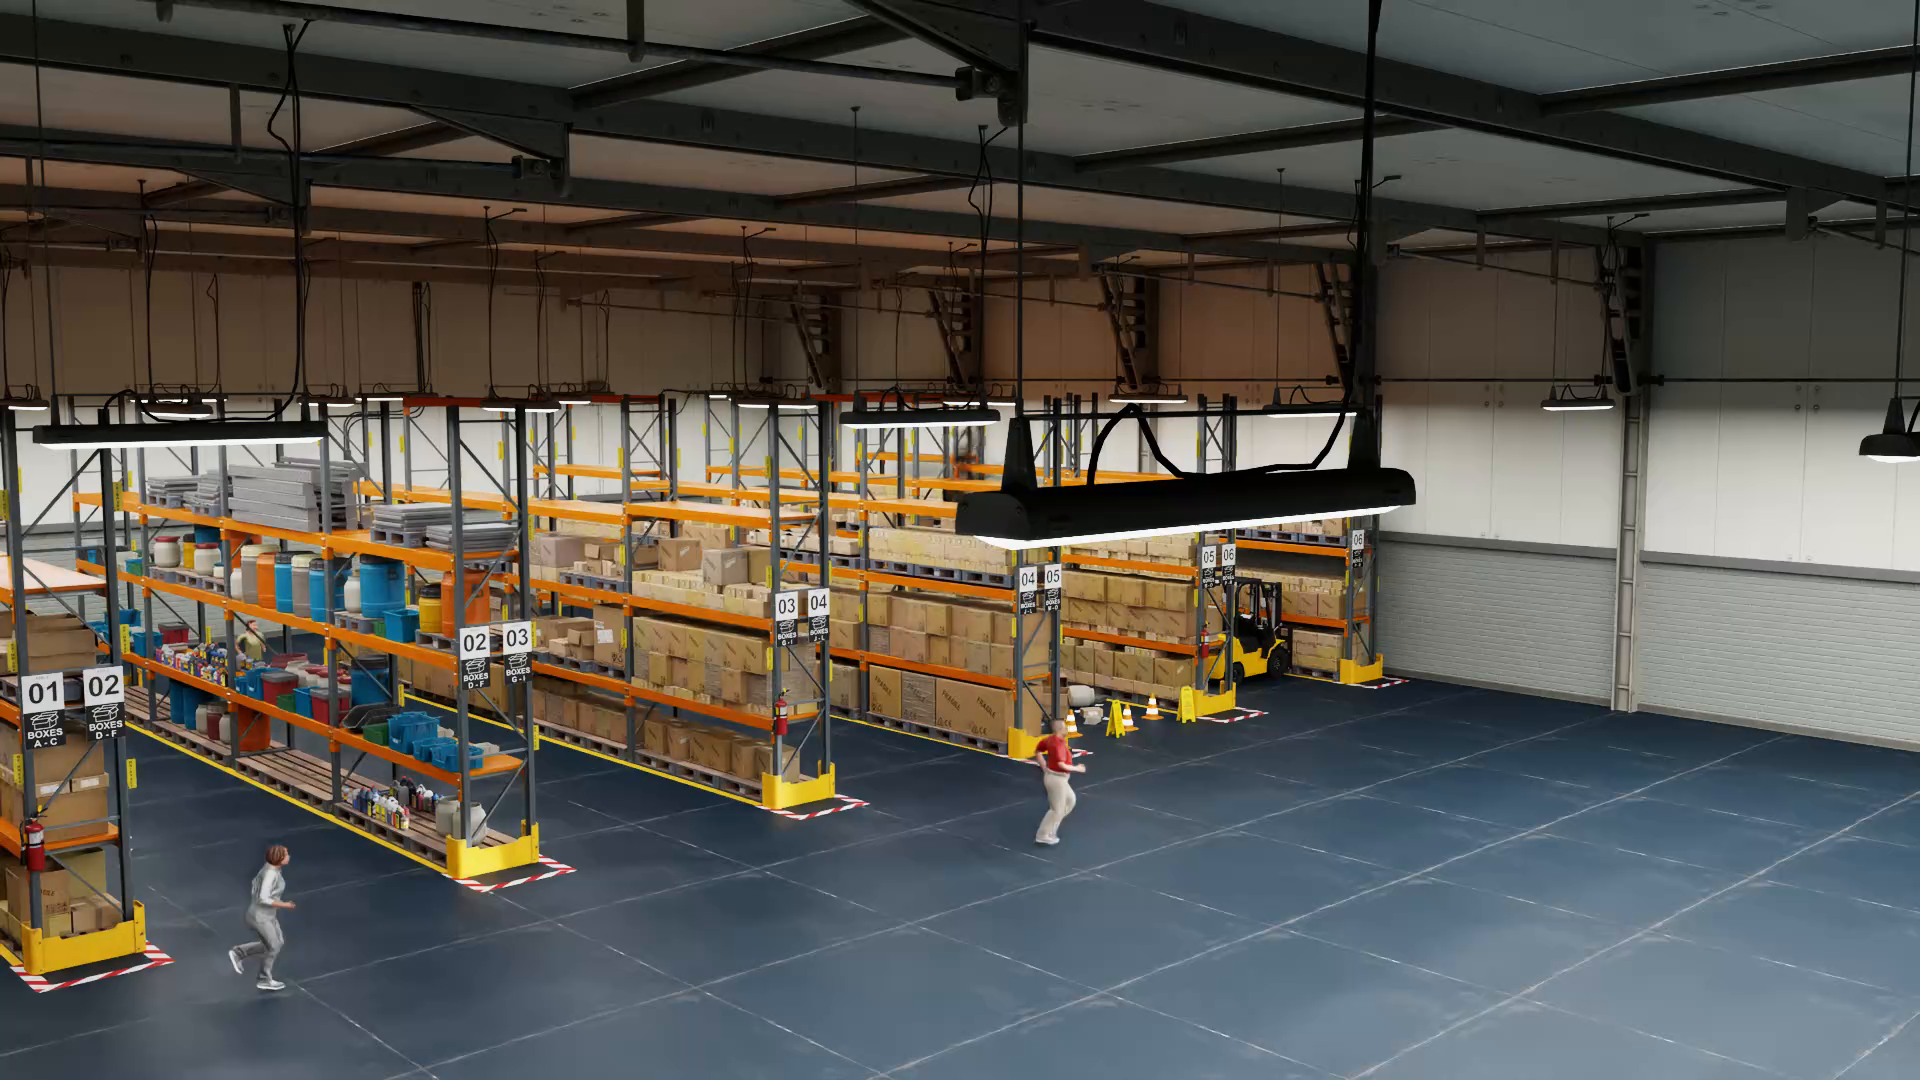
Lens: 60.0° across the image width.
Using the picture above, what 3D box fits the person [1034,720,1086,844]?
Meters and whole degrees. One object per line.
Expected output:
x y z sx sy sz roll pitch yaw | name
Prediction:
1.361 3.308 22.626 0.690 1.738 0.656 -1 6 -9 | person

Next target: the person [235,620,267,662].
-13.765 2.367 32.364 0.869 1.667 0.585 4 7 38 | person

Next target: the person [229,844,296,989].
-7.222 3.917 17.202 0.681 1.543 0.522 -1 6 -11 | person
